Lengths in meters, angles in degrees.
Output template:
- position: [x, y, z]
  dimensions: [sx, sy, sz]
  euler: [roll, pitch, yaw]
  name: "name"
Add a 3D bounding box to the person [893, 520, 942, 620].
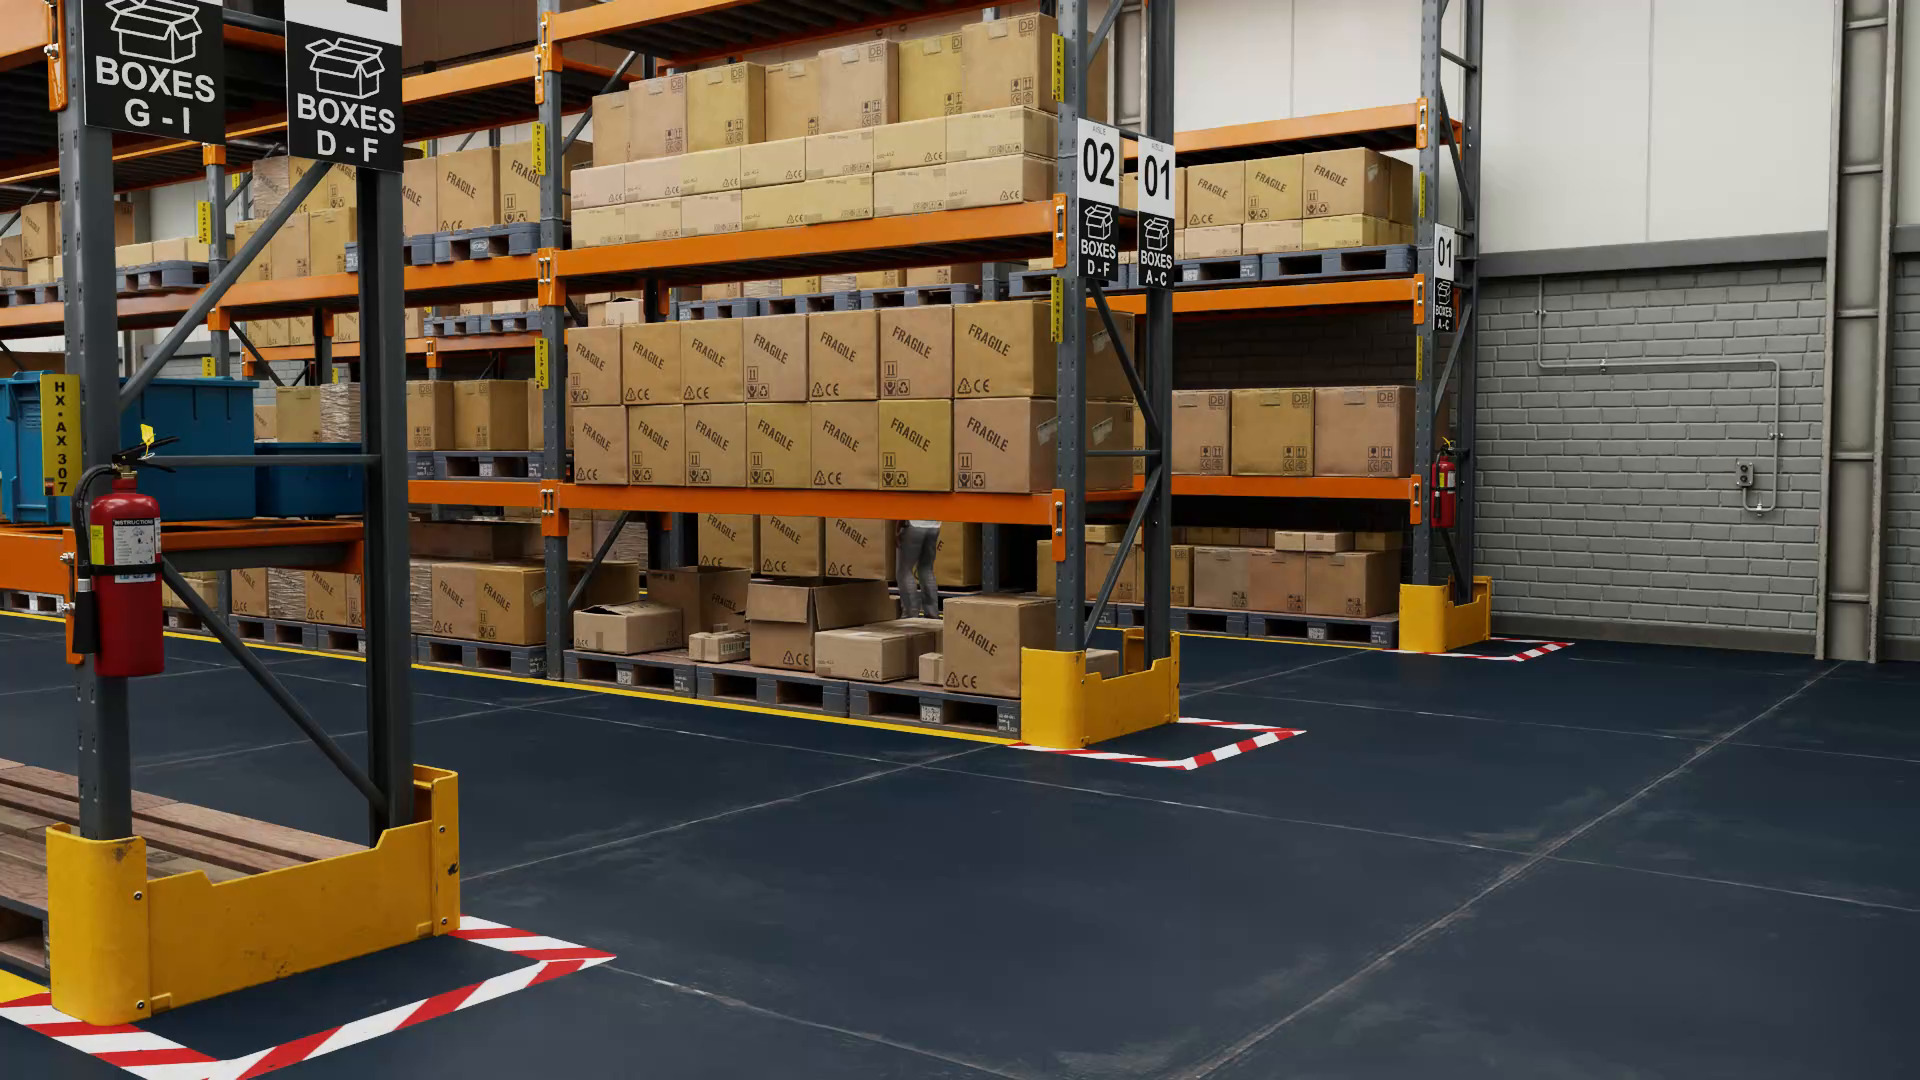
- position: [-0.378, -0.083, 14.093]
  dimensions: [0.415, 1.659, 0.505]
  euler: [2, 4, 36]
  name: "person"
